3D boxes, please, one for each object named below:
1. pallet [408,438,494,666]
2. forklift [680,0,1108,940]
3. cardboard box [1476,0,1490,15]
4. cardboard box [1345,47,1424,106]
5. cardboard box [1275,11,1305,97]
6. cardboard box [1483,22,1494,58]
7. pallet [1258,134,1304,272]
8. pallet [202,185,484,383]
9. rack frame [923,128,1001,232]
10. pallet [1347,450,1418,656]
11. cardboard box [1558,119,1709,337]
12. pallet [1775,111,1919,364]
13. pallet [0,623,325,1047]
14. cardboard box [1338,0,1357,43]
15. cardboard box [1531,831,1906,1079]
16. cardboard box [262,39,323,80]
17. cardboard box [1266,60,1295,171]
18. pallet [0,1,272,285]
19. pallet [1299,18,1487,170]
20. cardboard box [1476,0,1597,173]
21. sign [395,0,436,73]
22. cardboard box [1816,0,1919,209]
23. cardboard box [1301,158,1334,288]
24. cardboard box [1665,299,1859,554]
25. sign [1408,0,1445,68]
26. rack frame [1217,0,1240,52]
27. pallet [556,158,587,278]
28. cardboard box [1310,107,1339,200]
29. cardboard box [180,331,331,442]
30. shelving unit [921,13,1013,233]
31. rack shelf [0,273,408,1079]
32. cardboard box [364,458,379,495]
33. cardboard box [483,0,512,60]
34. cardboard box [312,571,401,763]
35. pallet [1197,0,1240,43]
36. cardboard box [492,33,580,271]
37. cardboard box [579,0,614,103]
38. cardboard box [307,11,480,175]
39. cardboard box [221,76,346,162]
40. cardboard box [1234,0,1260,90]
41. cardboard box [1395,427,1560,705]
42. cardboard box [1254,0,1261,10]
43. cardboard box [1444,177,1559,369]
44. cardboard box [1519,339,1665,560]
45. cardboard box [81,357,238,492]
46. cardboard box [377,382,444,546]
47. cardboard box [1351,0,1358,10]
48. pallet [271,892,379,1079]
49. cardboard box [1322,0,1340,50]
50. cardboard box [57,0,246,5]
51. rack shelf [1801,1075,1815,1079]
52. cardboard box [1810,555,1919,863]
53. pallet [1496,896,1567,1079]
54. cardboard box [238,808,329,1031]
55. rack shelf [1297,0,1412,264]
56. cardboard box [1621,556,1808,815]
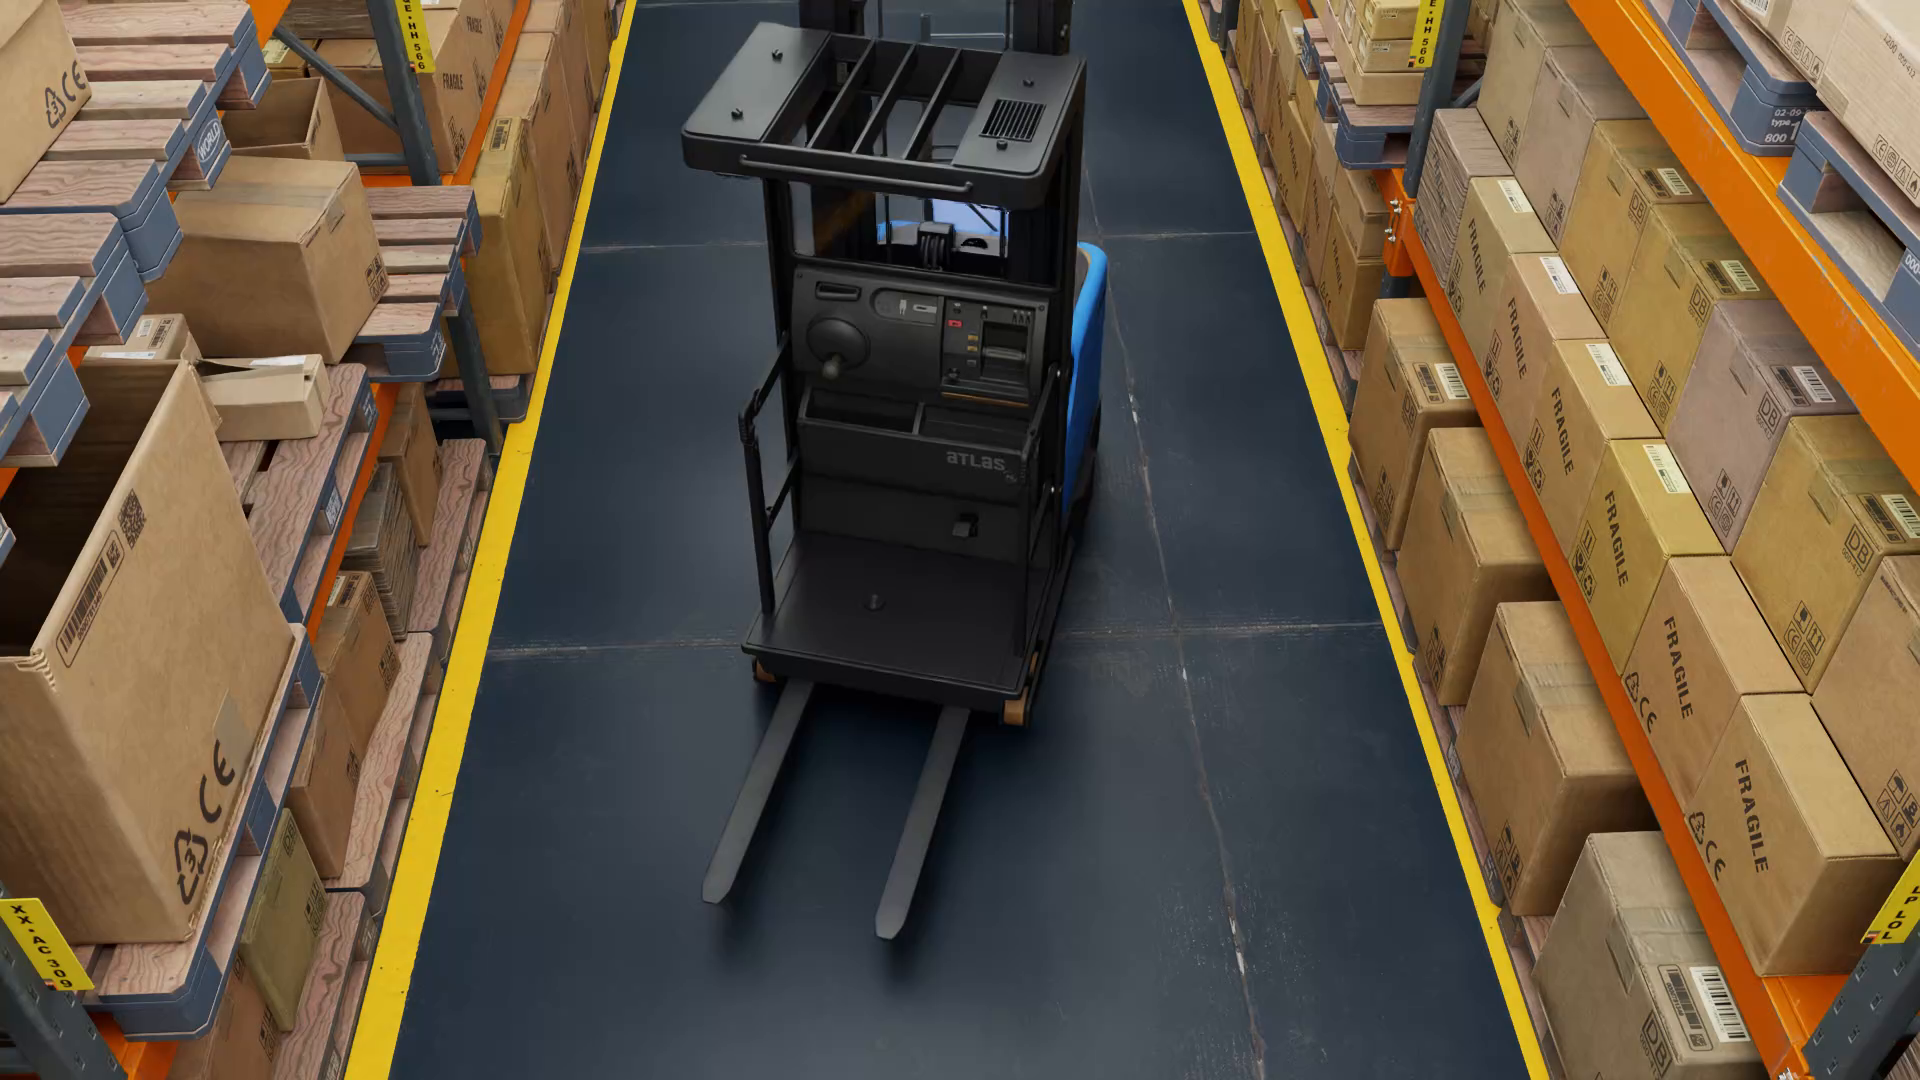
[{"bbox_3d":[-2.592,0.041,7.049,1.003,0.211,1.213,-2,43,-2],"label":"pallet"},{"bbox_3d":[-0.197,-0.645,5.784,1.130,2.935,3.031,9,43,10],"label":"forklift"},{"bbox_3d":[2.488,-2.456,7.364,0.380,0.149,0.250,-3,43,-3],"label":"cardboard box"},{"bbox_3d":[1.856,-1.970,7.055,0.380,0.149,0.250,-1,43,-1],"label":"cardboard box"},{"bbox_3d":[1.976,-2.588,8.838,0.500,0.250,0.500,0,43,0],"label":"cardboard box"},{"bbox_3d":[2.508,-2.140,7.239,0.380,0.149,0.250,0,43,0],"label":"cardboard box"},{"bbox_3d":[2.256,-1.910,9.177,1.003,0.211,1.213,-2,43,-2],"label":"pallet"},{"bbox_3d":[-2.487,-0.966,6.225,1.213,0.211,1.003,-2,43,-2],"label":"pallet"},{"bbox_3d":[0.096,-1.187,7.435,0.500,1.500,0.032,-1,43,-1],"label":"rack frame"},{"bbox_3d":[2.295,-0.026,7.122,1.003,0.211,1.213,-2,43,-2],"label":"pallet"},{"bbox_3d":[2.392,-1.003,5.310,0.700,0.500,0.500,-2,43,-2],"label":"cardboard box"},{"bbox_3d":[2.418,-0.541,3.542,0.805,0.209,1.217,-3,43,-4],"label":"pallet"},{"bbox_3d":[-2.341,0.737,4.368,1.003,0.211,1.213,-2,43,-2],"label":"pallet"},{"bbox_3d":[1.847,-2.261,7.152,0.380,0.149,0.250,0,43,0],"label":"cardboard box"},{"bbox_3d":[2.390,1.370,4.890,1.050,0.750,0.750,-2,43,-2],"label":"cardboard box"},{"bbox_3d":[-2.892,-1.877,7.004,0.500,0.500,0.500,0,43,0],"label":"cardboard box"},{"bbox_3d":[1.993,-2.305,9.084,0.500,0.500,0.500,-1,43,-1],"label":"cardboard box"},{"bbox_3d":[-2.421,-0.970,4.008,1.213,0.211,1.003,-2,43,-2],"label":"pallet"},{"bbox_3d":[2.200,-1.996,7.349,1.213,0.211,1.003,-2,43,-2],"label":"pallet"},{"bbox_3d":[2.345,-1.691,6.060,0.700,0.500,0.500,-2,43,-2],"label":"cardboard box"},{"bbox_3d":[-2.082,-1.934,6.342,0.100,0.325,0.005,-2,43,-2],"label":"sign"},{"bbox_3d":[2.234,-0.957,3.581,0.500,0.250,0.500,-2,43,-2],"label":"cardboard box"},{"bbox_3d":[2.029,-1.609,8.325,0.500,0.500,0.500,0,43,0],"label":"cardboard box"},{"bbox_3d":[2.434,-0.317,4.562,0.700,0.500,0.500,-1,43,-1],"label":"cardboard box"},{"bbox_3d":[1.795,-1.964,6.375,0.100,0.325,0.005,-2,43,-2],"label":"sign"},{"bbox_3d":[2.166,-4.289,9.709,1.000,3.000,0.127,-2,43,-2],"label":"rack frame"},{"bbox_3d":[-2.630,-1.842,9.104,1.003,0.211,1.213,-2,43,-2],"label":"pallet"},{"bbox_3d":[2.013,-1.893,8.079,0.500,0.250,0.500,-1,43,-1],"label":"cardboard box"},{"bbox_3d":[-2.283,-0.502,5.366,0.396,0.266,0.258,-3,43,-3],"label":"cardboard box"},{"bbox_3d":[0.083,-1.530,7.810,0.538,1.500,1.048,-1,43,-1],"label":"shelving unit"},{"bbox_3d":[-2.539,0.101,5.452,1.077,0.370,4.000,-2,43,-2],"label":"rack shelf"},{"bbox_3d":[-2.532,-0.222,6.242,0.500,0.250,0.500,3,43,3],"label":"cardboard box"},{"bbox_3d":[-2.422,-2.581,7.772,0.500,0.500,0.500,-2,43,-3],"label":"cardboard box"},{"bbox_3d":[-2.508,0.453,6.060,0.700,0.500,0.500,2,43,2],"label":"cardboard box"},{"bbox_3d":[2.103,-3.713,11.145,1.003,0.211,1.213,-2,43,-2],"label":"pallet"},{"bbox_3d":[-2.662,-1.954,8.424,1.225,0.875,0.875,-2,43,-2],"label":"cardboard box"},{"bbox_3d":[-2.746,-3.155,9.734,1.225,0.875,0.875,-2,43,-2],"label":"cardboard box"},{"bbox_3d":[-2.372,-1.887,7.015,0.500,0.500,0.500,0,43,-1],"label":"cardboard box"},{"bbox_3d":[-2.561,-1.343,6.110,0.500,0.500,0.500,-6,43,-7],"label":"cardboard box"},{"bbox_3d":[1.933,-3.016,9.859,0.500,0.500,0.500,0,43,0],"label":"cardboard box"},{"bbox_3d":[2.313,0.090,6.286,1.050,0.750,0.750,-1,43,-1],"label":"cardboard box"},{"bbox_3d":[1.934,-3.292,9.606,0.500,0.250,0.500,-3,43,-4],"label":"cardboard box"},{"bbox_3d":[2.110,-0.971,6.016,0.500,0.500,0.500,-2,43,-2],"label":"cardboard box"},{"bbox_3d":[2.150,-0.294,5.277,0.500,0.500,0.500,-2,43,-2],"label":"cardboard box"},{"bbox_3d":[-2.620,-0.174,4.833,0.797,0.503,0.637,2,43,3],"label":"cardboard box"},{"bbox_3d":[-2.575,-0.303,6.885,0.700,0.500,0.500,-4,43,-4],"label":"cardboard box"},{"bbox_3d":[1.849,-2.357,7.037,0.380,0.149,0.250,-2,43,-2],"label":"cardboard box"},{"bbox_3d":[-2.488,1.688,5.252,1.003,0.211,1.213,-2,43,-2],"label":"pallet"},{"bbox_3d":[1.836,-2.312,7.427,0.380,0.149,0.250,-1,43,-1],"label":"cardboard box"},{"bbox_3d":[-2.305,-1.577,4.642,0.500,0.250,0.500,-1,43,-1],"label":"cardboard box"},{"bbox_3d":[2.591,2.727,2.587,1.077,0.370,4.000,-2,43,-2],"label":"rack shelf"},{"bbox_3d":[2.479,0.371,3.811,0.700,0.500,0.500,-2,43,-3],"label":"cardboard box"},{"bbox_3d":[2.398,1.621,5.325,1.003,0.211,1.213,-2,43,-2],"label":"pallet"},{"bbox_3d":[-2.460,1.208,5.237,0.700,0.500,0.500,-2,43,-2],"label":"cardboard box"},{"bbox_3d":[2.251,-2.673,8.479,1.077,0.370,4.000,-2,43,-2],"label":"rack shelf"},{"bbox_3d":[2.196,0.389,4.531,0.500,0.500,0.500,-2,43,-2],"label":"cardboard box"}]
